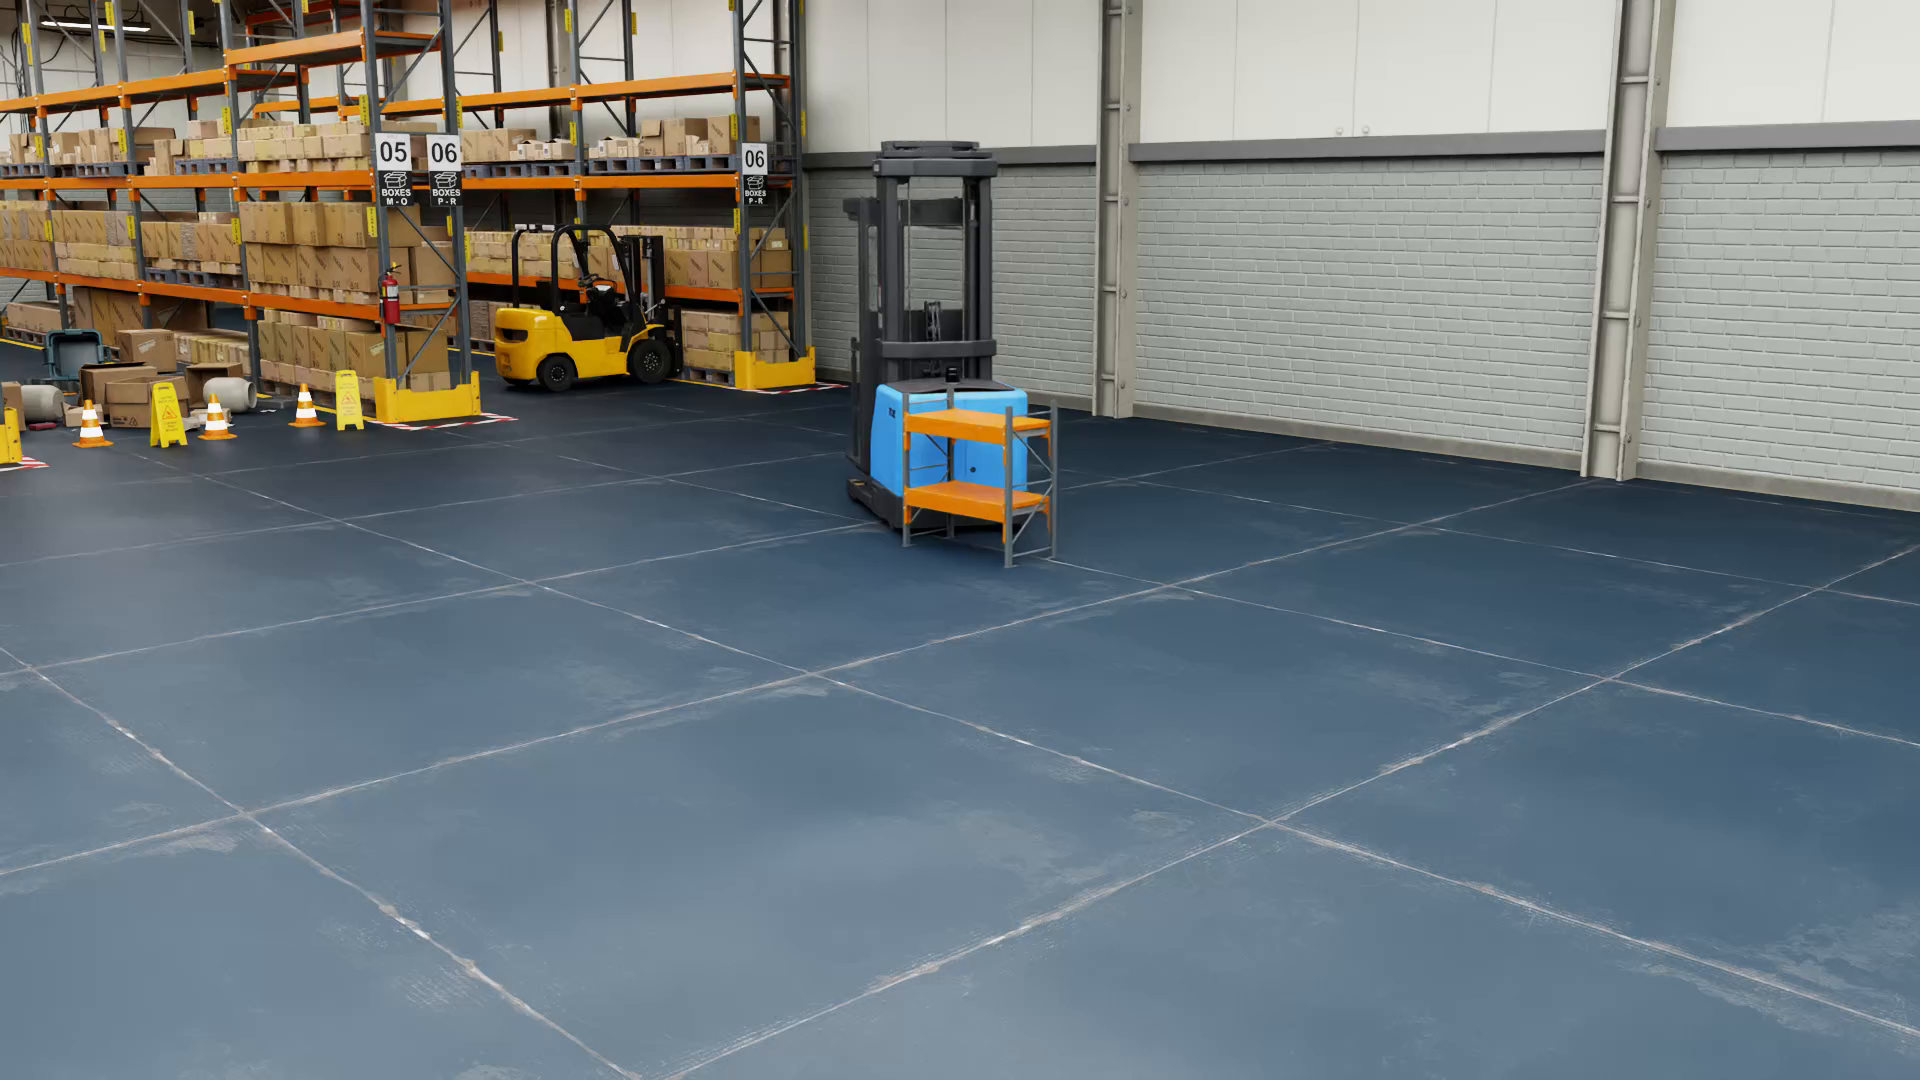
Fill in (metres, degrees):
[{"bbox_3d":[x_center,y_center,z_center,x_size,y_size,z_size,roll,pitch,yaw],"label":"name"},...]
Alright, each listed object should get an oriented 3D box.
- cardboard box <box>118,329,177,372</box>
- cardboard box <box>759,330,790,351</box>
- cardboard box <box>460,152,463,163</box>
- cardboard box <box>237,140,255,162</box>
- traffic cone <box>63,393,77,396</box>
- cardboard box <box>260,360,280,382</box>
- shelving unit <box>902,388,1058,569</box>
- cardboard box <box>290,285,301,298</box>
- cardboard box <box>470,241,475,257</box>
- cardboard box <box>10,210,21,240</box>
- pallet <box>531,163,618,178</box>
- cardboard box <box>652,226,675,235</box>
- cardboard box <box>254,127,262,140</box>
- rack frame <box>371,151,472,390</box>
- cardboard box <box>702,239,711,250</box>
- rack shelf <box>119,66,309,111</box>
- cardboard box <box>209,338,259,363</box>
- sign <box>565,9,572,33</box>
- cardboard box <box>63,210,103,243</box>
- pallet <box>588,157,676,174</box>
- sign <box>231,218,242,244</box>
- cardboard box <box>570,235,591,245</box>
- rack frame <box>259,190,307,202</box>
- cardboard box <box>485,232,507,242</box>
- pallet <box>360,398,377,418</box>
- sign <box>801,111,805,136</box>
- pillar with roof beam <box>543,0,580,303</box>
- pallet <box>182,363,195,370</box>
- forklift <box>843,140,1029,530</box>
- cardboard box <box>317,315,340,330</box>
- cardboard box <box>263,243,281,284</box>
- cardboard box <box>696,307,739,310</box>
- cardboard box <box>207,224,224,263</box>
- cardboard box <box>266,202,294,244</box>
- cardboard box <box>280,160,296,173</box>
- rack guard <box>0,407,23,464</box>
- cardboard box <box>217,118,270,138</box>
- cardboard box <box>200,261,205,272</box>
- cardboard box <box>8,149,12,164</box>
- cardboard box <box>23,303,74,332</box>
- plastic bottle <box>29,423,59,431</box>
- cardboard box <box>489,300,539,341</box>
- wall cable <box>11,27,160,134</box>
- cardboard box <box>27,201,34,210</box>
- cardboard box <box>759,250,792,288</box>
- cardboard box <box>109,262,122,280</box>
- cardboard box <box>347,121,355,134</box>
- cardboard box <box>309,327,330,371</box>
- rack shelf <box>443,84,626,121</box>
[{"bbox_3d":[-10.138,-2.359,20.748,0.500,0.500,0.500,-11,16,-43],"label":"cardboard box"},{"bbox_3d":[-2.696,-2.775,22.982,0.500,0.250,0.500,-11,16,-42],"label":"cardboard box"},{"bbox_3d":[-8.025,-6.257,27.207,0.380,0.166,0.250,-11,16,-43],"label":"cardboard box"},{"bbox_3d":[-8.765,-4.904,20.983,0.500,0.250,0.500,-11,16,-44],"label":"cardboard box"},{"bbox_3d":[-11.664,-2.112,21.514,0.336,0.463,0.334,-11,16,-43],"label":"traffic cone"},{"bbox_3d":[-8.659,-2.200,21.432,0.500,0.250,0.500,11,16,43],"label":"cardboard box"},{"bbox_3d":[0.132,-0.461,11.861,1.048,1.125,0.538,11,16,43],"label":"shelving unit"},{"bbox_3d":[-8.009,-3.063,20.470,0.380,0.149,0.250,-11,16,-42],"label":"cardboard box"},{"bbox_3d":[-7.934,-4.810,27.459,0.500,0.250,0.500,-11,16,-43],"label":"cardboard box"},{"bbox_3d":[-15.965,-5.424,28.581,0.500,0.500,0.500,-11,16,-42],"label":"cardboard box"},{"bbox_3d":[-5.902,-5.660,25.490,1.217,0.209,0.805,11,16,43],"label":"pallet"},{"bbox_3d":[-4.146,-4.371,23.602,0.380,0.149,0.250,-11,16,-42],"label":"cardboard box"},{"bbox_3d":[-8.513,-5.037,20.638,0.250,0.149,0.380,11,16,43],"label":"cardboard box"},{"bbox_3d":[-6.109,-2.881,18.964,1.000,3.000,0.127,-11,16,-43],"label":"rack frame"},{"bbox_3d":[-3.296,-4.031,22.690,0.380,0.149,0.250,-11,16,-42],"label":"cardboard box"},{"bbox_3d":[-10.252,-6.147,22.721,1.077,0.370,4.000,-11,16,-43],"label":"rack shelf"},{"bbox_3d":[-9.734,-2.564,22.897,0.950,0.372,0.625,-10,15,-39],"label":"cardboard box"},{"bbox_3d":[-5.668,-7.515,24.074,0.100,0.325,0.005,-11,16,-43],"label":"sign"},{"bbox_3d":[-13.928,-4.997,26.505,0.500,0.500,0.500,-11,16,-43],"label":"cardboard box"},{"bbox_3d":[-4.676,-5.462,24.277,1.003,0.211,1.213,-11,16,-43],"label":"pallet"},{"bbox_3d":[-9.270,-3.954,21.302,0.100,0.325,0.005,-11,16,-43],"label":"sign"},{"bbox_3d":[-5.680,-4.543,25.173,0.380,0.149,0.250,-10,15,-41],"label":"cardboard box"},{"bbox_3d":[-13.571,-5.909,33.658,1.000,3.000,0.127,-11,16,-43],"label":"rack frame"},{"bbox_3d":[-7.468,-4.911,26.960,0.380,0.149,0.250,-11,16,-42],"label":"cardboard box"},{"bbox_3d":[-6.697,-1.650,19.898,1.003,0.211,1.213,-11,16,-43],"label":"pallet"},{"bbox_3d":[-2.116,-5.586,22.296,0.100,0.325,0.005,-11,16,-43],"label":"sign"},{"bbox_3d":[-9.607,-7.015,24.159,9.100,9.000,0.400,-11,16,-43],"label":"pillar with roof beam"},{"bbox_3d":[-10.257,-2.391,23.493,1.003,0.211,1.213,-11,16,-43],"label":"pallet"},{"bbox_3d":[-0.340,-1.766,13.720,1.130,2.935,3.031,-3,12,-14],"label":"forklift"},{"bbox_3d":[-7.505,-2.626,20.031,0.380,0.149,0.250,-10,15,-40],"label":"cardboard box"},{"bbox_3d":[-8.405,-3.487,20.917,0.500,0.500,0.500,-11,16,-43],"label":"cardboard box"},{"bbox_3d":[-3.402,-3.166,23.639,0.500,0.250,0.500,-11,16,-43],"label":"cardboard box"},{"bbox_3d":[-9.699,-3.973,22.237,0.500,0.500,0.500,-11,16,-42],"label":"cardboard box"},{"bbox_3d":[-8.060,-3.900,20.447,0.700,0.500,0.500,-11,16,-44],"label":"cardboard box"},{"bbox_3d":[-8.006,-4.531,20.160,0.380,0.149,0.250,-11,16,-44],"label":"cardboard box"},{"bbox_3d":[-9.603,-0.949,15.779,1.175,0.500,0.348,-11,16,-43],"label":"rack guard"},{"bbox_3d":[-9.364,-5.378,21.741,0.500,0.250,0.500,-10,16,-41],"label":"cardboard box"},{"bbox_3d":[-10.120,-3.735,22.690,0.380,0.149,0.250,-11,16,-43],"label":"cardboard box"},{"bbox_3d":[-16.161,-6.671,28.857,0.500,0.311,0.500,-11,16,-42],"label":"cardboard box"},{"bbox_3d":[-15.992,-3.953,29.471,0.875,0.438,0.875,-10,16,-41],"label":"cardboard box"},{"bbox_3d":[-10.109,-1.257,18.361,0.133,0.061,0.283,6,13,26],"label":"plastic bottle"},{"bbox_3d":[-7.168,-3.597,27.279,0.875,0.625,0.625,-10,15,-41],"label":"cardboard box"},{"bbox_3d":[-18.703,-9.451,35.892,2.988,3.039,0.133,-11,16,-43],"label":"wall cable"},{"bbox_3d":[-15.494,-5.647,28.054,0.380,0.149,0.250,-11,16,-43],"label":"cardboard box"},{"bbox_3d":[-2.663,-3.734,22.852,0.500,0.500,0.500,-10,15,-41],"label":"cardboard box"},{"bbox_3d":[-12.535,-4.085,25.180,0.500,0.250,0.500,-11,16,-42],"label":"cardboard box"},{"bbox_3d":[-6.706,-4.669,18.854,0.380,0.149,0.250,-11,16,-42],"label":"cardboard box"},{"bbox_3d":[-7.557,-2.339,20.244,0.500,0.500,0.500,11,16,44],"label":"cardboard box"},{"bbox_3d":[-6.665,-6.839,26.081,1.077,0.370,4.000,-11,16,-43],"label":"rack shelf"}]
